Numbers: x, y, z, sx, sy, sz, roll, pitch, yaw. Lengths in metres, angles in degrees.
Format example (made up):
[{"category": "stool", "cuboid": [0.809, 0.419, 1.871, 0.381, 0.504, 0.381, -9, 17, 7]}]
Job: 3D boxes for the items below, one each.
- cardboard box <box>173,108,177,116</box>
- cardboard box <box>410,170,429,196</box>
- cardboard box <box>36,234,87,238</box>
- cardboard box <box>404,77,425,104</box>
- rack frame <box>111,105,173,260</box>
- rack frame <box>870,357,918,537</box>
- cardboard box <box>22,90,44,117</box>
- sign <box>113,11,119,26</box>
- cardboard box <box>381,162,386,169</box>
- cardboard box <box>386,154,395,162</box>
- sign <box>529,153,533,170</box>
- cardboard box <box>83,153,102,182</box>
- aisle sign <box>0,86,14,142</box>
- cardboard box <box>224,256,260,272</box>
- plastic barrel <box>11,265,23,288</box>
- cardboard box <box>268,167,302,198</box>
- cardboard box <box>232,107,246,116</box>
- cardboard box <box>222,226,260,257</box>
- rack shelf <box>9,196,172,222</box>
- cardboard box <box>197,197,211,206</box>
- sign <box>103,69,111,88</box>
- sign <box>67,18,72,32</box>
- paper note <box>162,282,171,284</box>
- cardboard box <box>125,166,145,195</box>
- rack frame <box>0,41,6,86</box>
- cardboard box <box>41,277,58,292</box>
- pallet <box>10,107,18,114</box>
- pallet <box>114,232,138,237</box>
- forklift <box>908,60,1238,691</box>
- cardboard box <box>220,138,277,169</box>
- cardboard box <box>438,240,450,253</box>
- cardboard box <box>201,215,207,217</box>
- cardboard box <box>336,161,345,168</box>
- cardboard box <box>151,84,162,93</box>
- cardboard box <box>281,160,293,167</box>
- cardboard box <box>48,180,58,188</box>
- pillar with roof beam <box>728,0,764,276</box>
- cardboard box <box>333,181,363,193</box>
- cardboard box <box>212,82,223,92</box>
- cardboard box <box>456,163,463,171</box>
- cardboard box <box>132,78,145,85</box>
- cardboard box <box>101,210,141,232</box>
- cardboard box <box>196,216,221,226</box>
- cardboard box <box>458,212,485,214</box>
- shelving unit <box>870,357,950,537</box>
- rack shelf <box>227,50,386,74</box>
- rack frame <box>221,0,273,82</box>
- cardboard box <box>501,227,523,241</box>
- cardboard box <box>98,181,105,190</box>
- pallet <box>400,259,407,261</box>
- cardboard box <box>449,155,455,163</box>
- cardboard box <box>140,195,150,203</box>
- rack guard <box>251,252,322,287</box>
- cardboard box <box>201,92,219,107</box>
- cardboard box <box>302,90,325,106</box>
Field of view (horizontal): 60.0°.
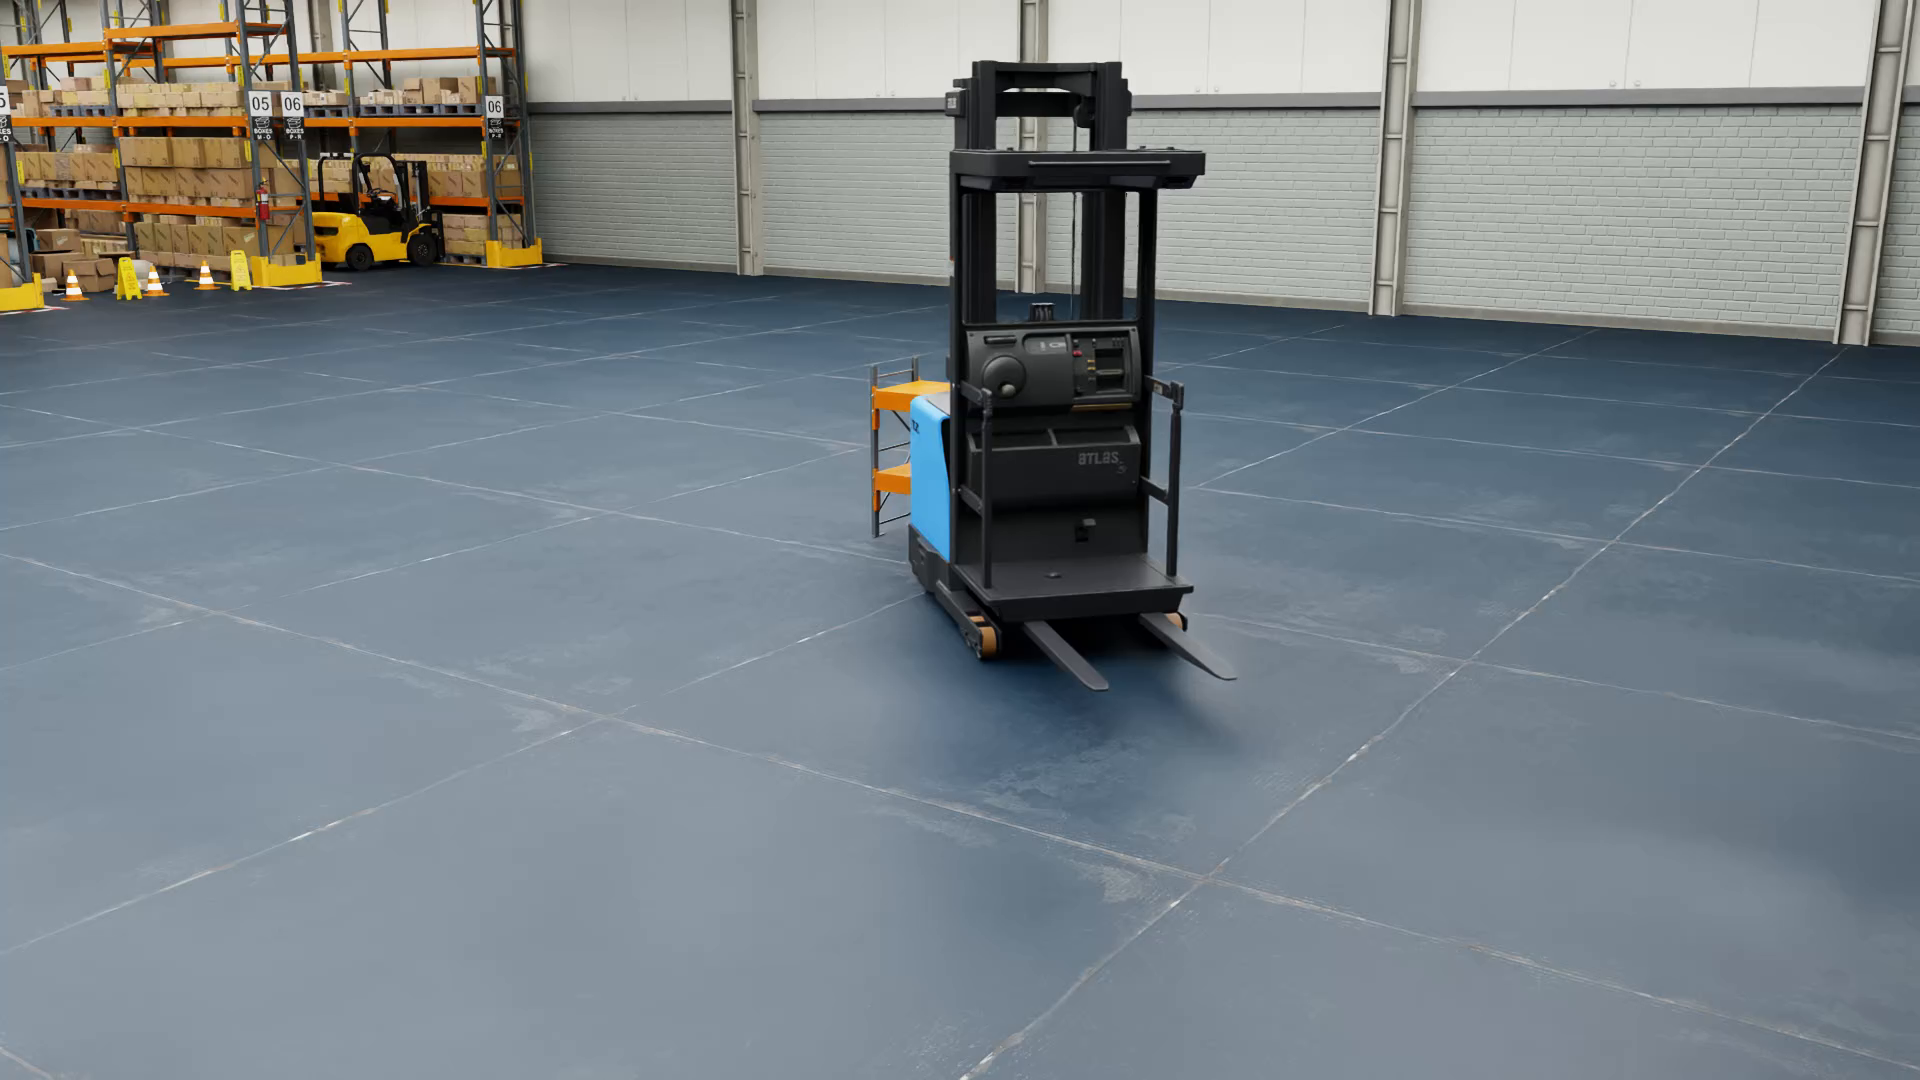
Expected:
[{"category": "cardboard box", "cuboid": [-13.419, -7.429, 28.872, 0.250, 0.149, 0.380, 9, 17, 33]}, {"category": "cardboard box", "cuboid": [-10.565, -7.114, 33.111, 0.500, 0.500, 0.500, 9, 17, 33]}, {"category": "cardboard box", "cuboid": [-17.678, -5.780, 32.524, 0.625, 0.372, 0.950, 8, 16, 29]}, {"category": "cardboard box", "cuboid": [-10.498, -8.859, 32.830, 0.637, 0.503, 0.797, 10, 17, 35]}, {"category": "rack frame", "cuboid": [-14.822, -6.393, 30.406, 0.127, 3.000, 1.000, 9, 17, 33]}, {"category": "rack frame", "cuboid": [-0.427, -0.615, 10.967, 0.032, 1.125, 0.500, 9, 17, 33]}, {"category": "cardboard box", "cuboid": [-17.361, -8.305, 31.679, 0.500, 0.500, 0.700, 9, 17, 33]}, {"category": "sign", "cuboid": [-19.012, -11.754, 37.470, 0.005, 0.325, 0.100, 9, 17, 33]}, {"category": "cardboard box", "cuboid": [-11.490, -7.588, 33.674, 0.250, 0.149, 0.380, 9, 17, 33]}, {"category": "cardboard box", "cuboid": [-11.316, -7.684, 33.447, 0.250, 0.149, 0.380, 10, 17, 34]}, {"category": "sign", "cuboid": [-8.421, -7.415, 32.569, 0.005, 0.325, 0.100, 9, 17, 33]}, {"category": "cardboard box", "cuboid": [-15.746, -6.872, 30.641, 0.500, 0.500, 0.500, 9, 17, 33]}, {"category": "aisle sign", "cuboid": [-13.956, -6.168, 24.088, 0.004, 0.787, 0.394, 9, 17, 33]}, {"category": "cardboard box", "cuboid": [-12.344, -4.784, 28.753, 0.500, 0.250, 0.500, 9, 17, 33]}, {"category": "plastic barrel", "cuboid": [-15.704, -4.296, 27.295, 0.512, 0.421, 0.421, -4, 14, -16]}, {"category": "cardboard box", "cuboid": [-11.742, -6.168, 28.671, 0.500, 0.500, 0.500, 9, 16, 32]}, {"category": "cardboard box", "cuboid": [-11.956, -7.183, 27.877, 0.250, 0.149, 0.380, 9, 17, 33]}, {"category": "cardboard box", "cuboid": [-12.314, -5.145, 28.653, 0.500, 0.500, 0.500, 9, 17, 33]}, {"category": "rack shelf", "cuboid": [-16.482, -6.312, 31.576, 4.000, 0.370, 1.077, 9, 17, 33]}, {"category": "cardboard box", "cuboid": [-13.033, -5.900, 28.936, 0.250, 0.149, 0.380, 9, 17, 32]}, {"category": "sign", "cuboid": [-15.129, -8.180, 29.487, 0.005, 0.325, 0.100, 9, 17, 33]}, {"category": "sign", "cuboid": [-21.686, -12.543, 40.491, 0.005, 0.325, 0.100, 9, 17, 33]}, {"category": "paper note", "cuboid": [-13.722, -4.445, 28.717, 0.148, 0.019, 0.142, 3, 14, 14]}, {"category": "cardboard box", "cuboid": [-14.613, -6.471, 29.895, 0.500, 0.500, 0.500, 9, 17, 33]}, {"category": "rack frame", "cuboid": [-14.182, -7.768, 23.476, 0.127, 3.000, 1.000, 9, 17, 33]}, {"category": "cardboard box", "cuboid": [-15.047, -4.202, 27.245, 0.258, 0.266, 0.396, 13, 19, 42]}, {"category": "pallet", "cuboid": [-18.705, -8.369, 32.541, 1.003, 0.211, 1.213, 10, 17, 35]}, {"category": "pallet", "cuboid": [-19.263, -7.195, 39.448, 1.213, 0.211, 1.003, 9, 17, 33]}, {"category": "forklift", "cuboid": [0.546, -0.924, 8.455, 1.130, 2.935, 3.031, -3, 14, -14]}, {"category": "cardboard box", "cuboid": [-12.049, -6.560, 28.172, 0.500, 0.500, 0.700, 9, 16, 31]}, {"category": "cardboard box", "cuboid": [-10.120, -5.853, 33.074, 0.500, 0.250, 0.500, 9, 17, 33]}, {"category": "cardboard box", "cuboid": [-16.690, -7.063, 37.440, 0.500, 0.500, 0.500, 10, 17, 35]}, {"category": "cardboard box", "cuboid": [-12.687, -7.779, 34.447, 0.250, 0.149, 0.380, 9, 16, 32]}, {"category": "cardboard box", "cuboid": [-13.860, -7.877, 29.021, 0.250, 0.149, 0.380, 9, 16, 31]}, {"category": "cardboard box", "cuboid": [-14.197, -8.010, 35.382, 0.250, 0.149, 0.380, 10, 17, 34]}, {"category": "cardboard box", "cuboid": [-17.098, -6.782, 31.628, 0.250, 0.149, 0.380, 10, 17, 36]}, {"category": "pillar with roof beam", "cuboid": [-6.235, -8.369, 25.903, 0.400, 9.000, 9.100, 9, 17, 33]}, {"category": "cardboard box", "cuboid": [-12.619, -7.326, 34.486, 0.500, 0.250, 0.500, 10, 17, 34]}, {"category": "cardboard box", "cuboid": [-12.363, -7.637, 28.052, 0.250, 0.149, 0.380, 9, 16, 32]}, {"category": "cardboard box", "cuboid": [-9.590, -7.276, 32.416, 0.250, 0.149, 0.380, 10, 17, 34]}, {"category": "cardboard box", "cuboid": [-15.503, -8.446, 30.854, 0.500, 0.250, 0.500, 9, 16, 32]}, {"category": "cardboard box", "cuboid": [-20.009, -7.620, 39.692, 0.500, 0.500, 0.700, 8, 16, 31]}, {"category": "cardboard box", "cuboid": [-13.080, -5.566, 29.002, 0.250, 0.149, 0.380, 10, 17, 35]}, {"category": "cardboard box", "cuboid": [-9.855, -6.439, 33.359, 0.500, 0.250, 0.500, 9, 17, 32]}, {"category": "shelving unit", "cuboid": [-0.006, -0.547, 10.692, 1.048, 1.125, 0.538, 9, 17, 33]}, {"category": "rack shelf", "cuboid": [-13.715, -10.020, 34.903, 4.000, 0.370, 1.077, 9, 17, 33]}, {"category": "rack frame", "cuboid": [-15.374, -10.832, 35.852, 0.127, 3.000, 1.000, 9, 17, 33]}, {"category": "cardboard box", "cuboid": [-9.010, -6.063, 32.881, 0.500, 0.250, 0.500, 10, 17, 34]}, {"category": "cardboard box", "cuboid": [-15.612, -6.528, 30.599, 0.250, 0.149, 0.380, 9, 16, 31]}, {"category": "pallet", "cuboid": [-11.419, -5.915, 34.276, 1.213, 0.211, 1.003, 9, 17, 33]}, {"category": "cardboard box", "cuboid": [-9.770, -7.465, 32.561, 0.250, 0.149, 0.380, 9, 17, 33]}, {"category": "cardboard box", "cuboid": [-14.502, -6.141, 29.912, 0.250, 0.149, 0.380, 10, 17, 34]}, {"category": "rack guard", "cuboid": [-11.566, -4.653, 28.580, 0.348, 0.500, 1.175, 9, 17, 33]}, {"category": "cardboard box", "cuboid": [-12.488, -7.469, 28.205, 0.500, 0.250, 0.500, 9, 16, 32]}, {"category": "cardboard box", "cuboid": [-13.429, -9.200, 34.605, 0.500, 0.311, 0.500, 9, 16, 31]}]
